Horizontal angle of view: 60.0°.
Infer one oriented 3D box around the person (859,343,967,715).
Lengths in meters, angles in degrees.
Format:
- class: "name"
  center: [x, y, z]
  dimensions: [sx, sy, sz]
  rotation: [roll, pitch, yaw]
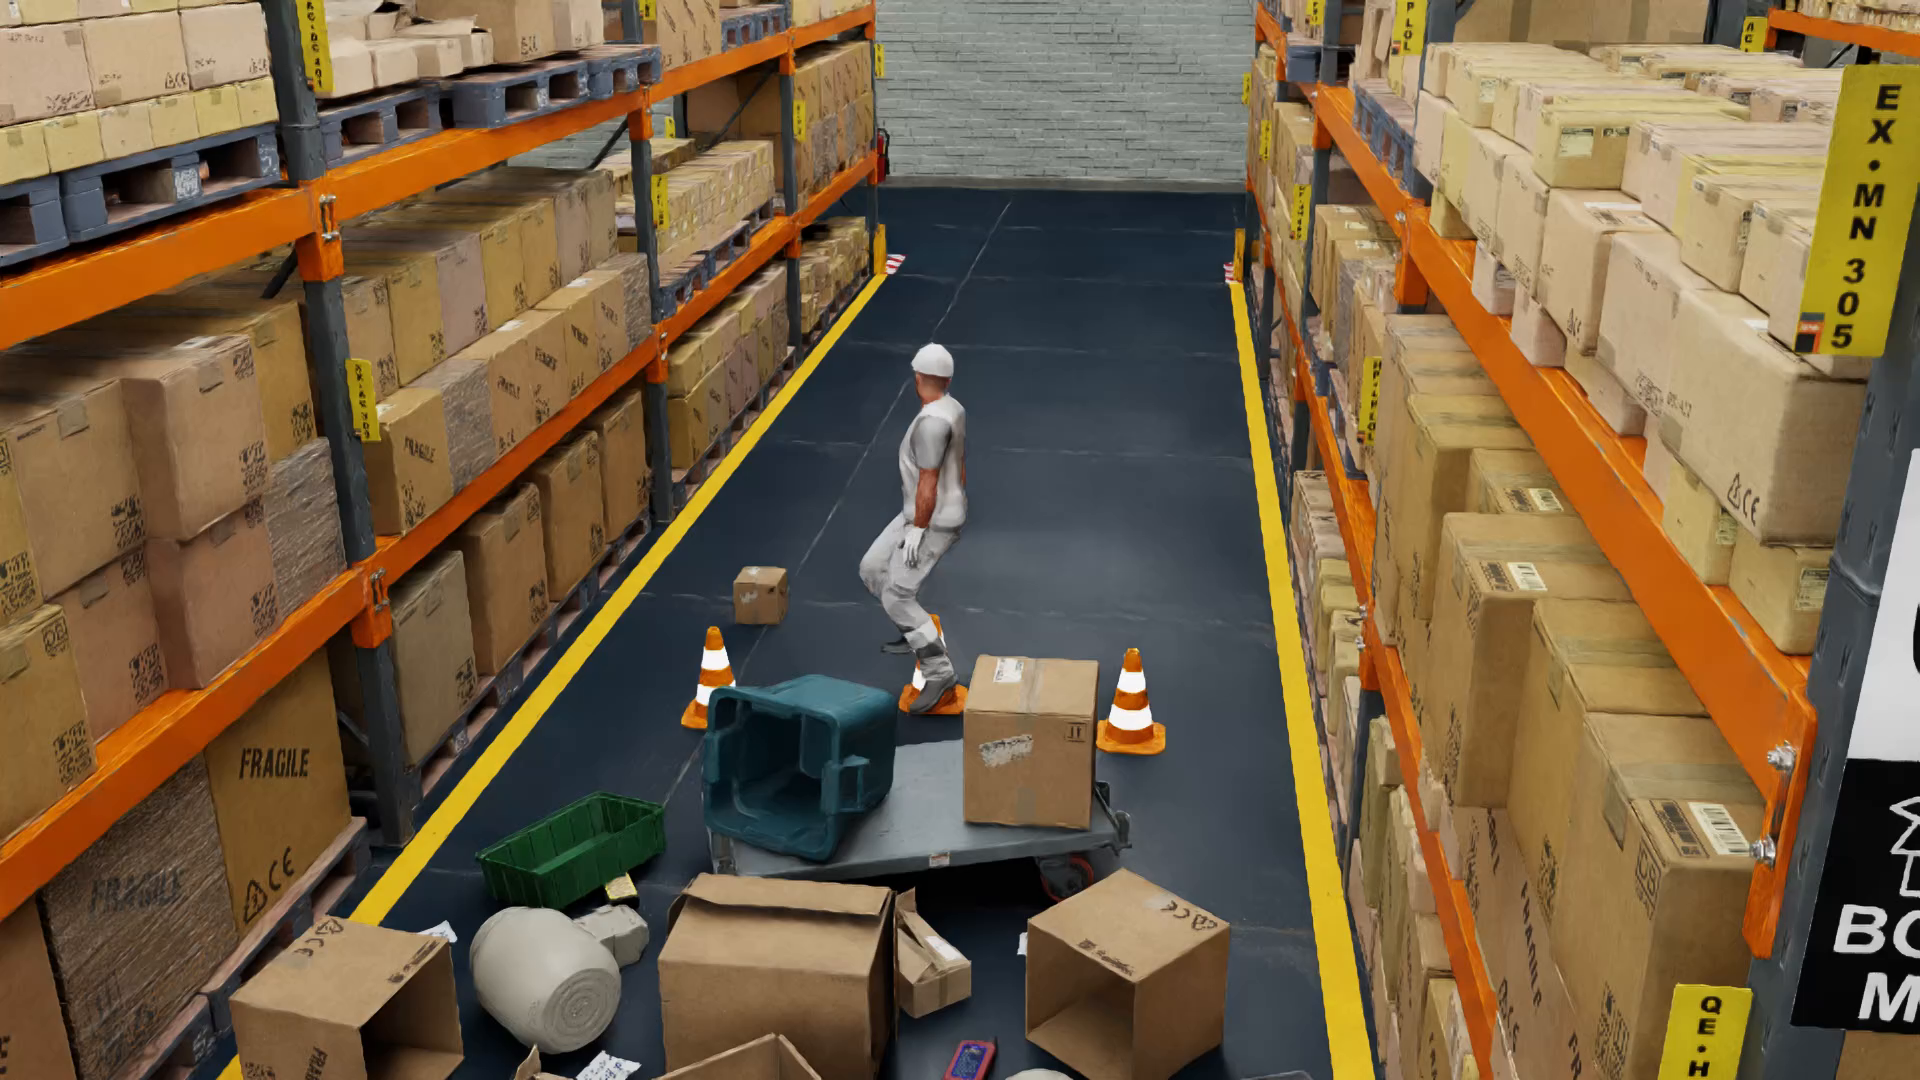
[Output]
- class: "person"
  center: [-0.237, -0.072, 8.224]
  dimensions: [0.533, 1.772, 0.677]
  rotation: [1, 21, 3]
